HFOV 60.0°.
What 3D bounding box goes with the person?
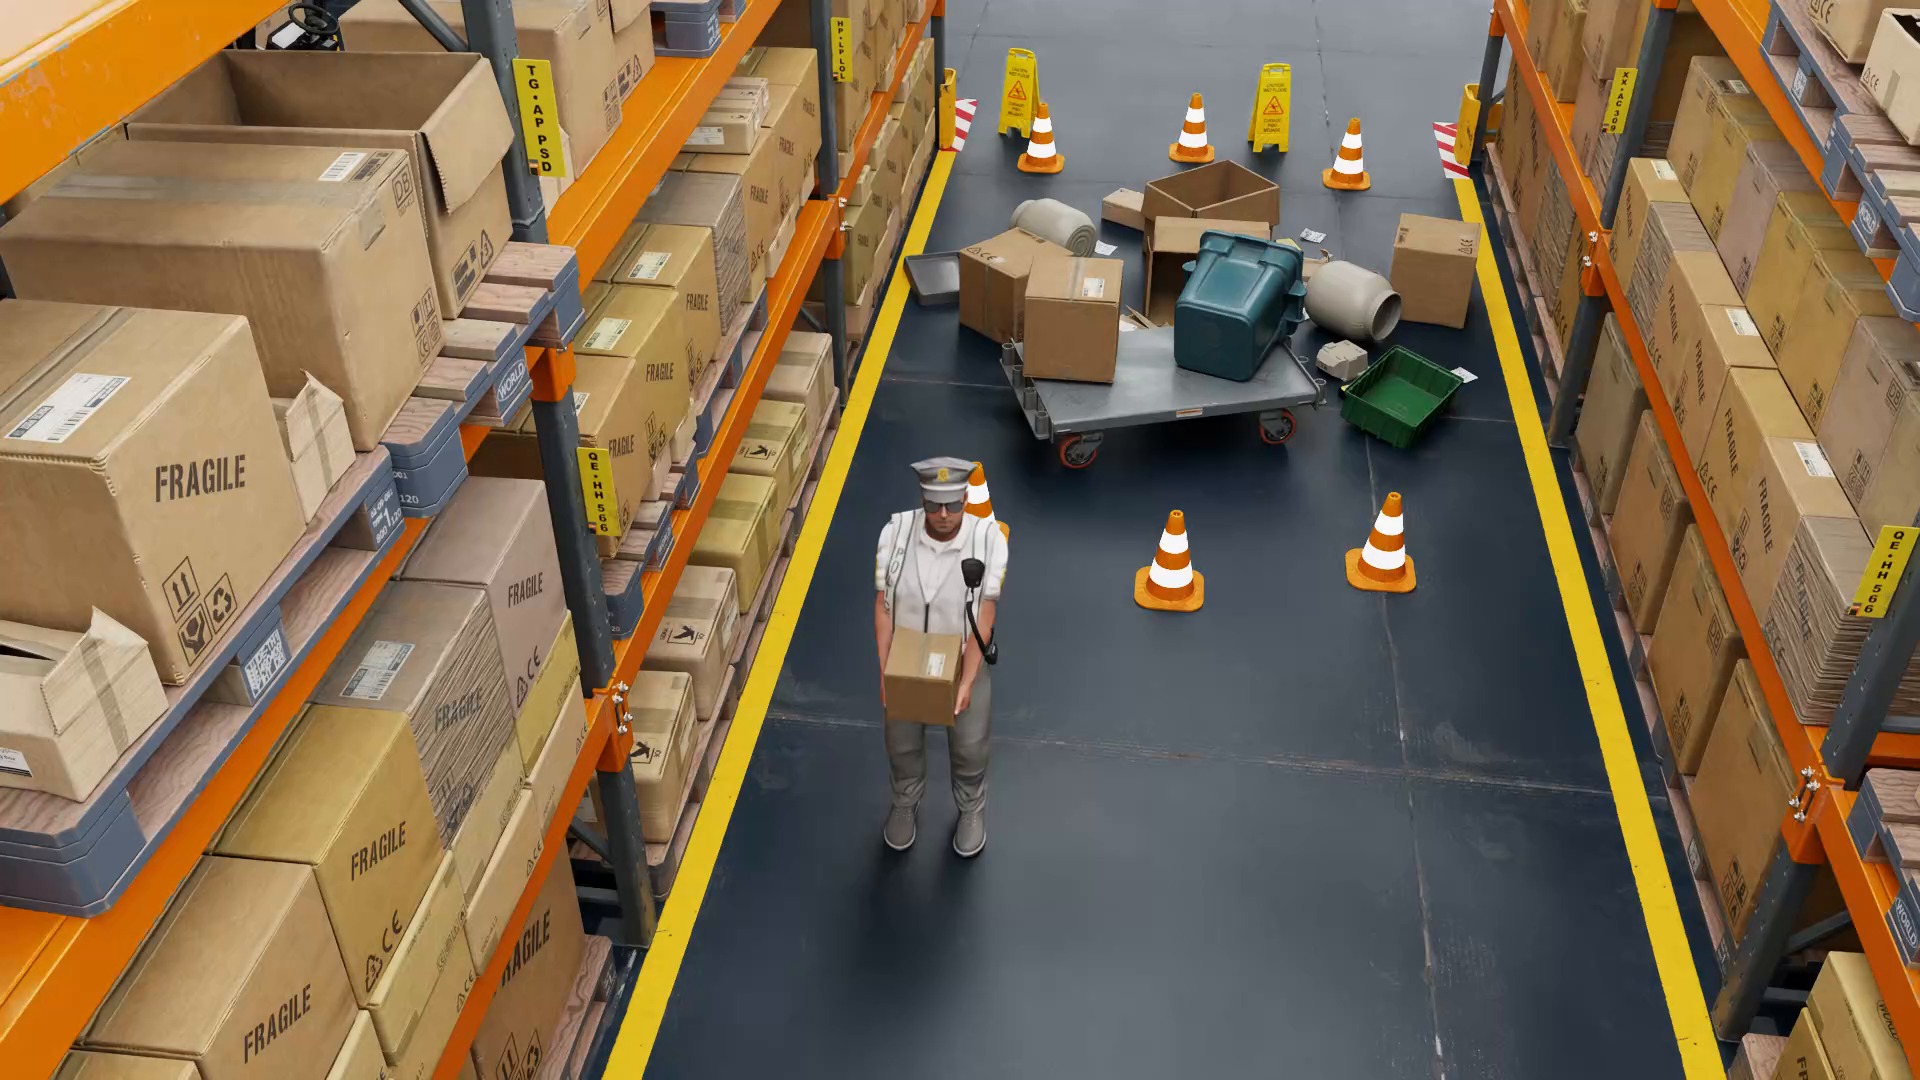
[{"bbox_3d":[-0.087,0.497,6.335,0.494,1.766,0.569,5,36,7],"label":"person"}]
